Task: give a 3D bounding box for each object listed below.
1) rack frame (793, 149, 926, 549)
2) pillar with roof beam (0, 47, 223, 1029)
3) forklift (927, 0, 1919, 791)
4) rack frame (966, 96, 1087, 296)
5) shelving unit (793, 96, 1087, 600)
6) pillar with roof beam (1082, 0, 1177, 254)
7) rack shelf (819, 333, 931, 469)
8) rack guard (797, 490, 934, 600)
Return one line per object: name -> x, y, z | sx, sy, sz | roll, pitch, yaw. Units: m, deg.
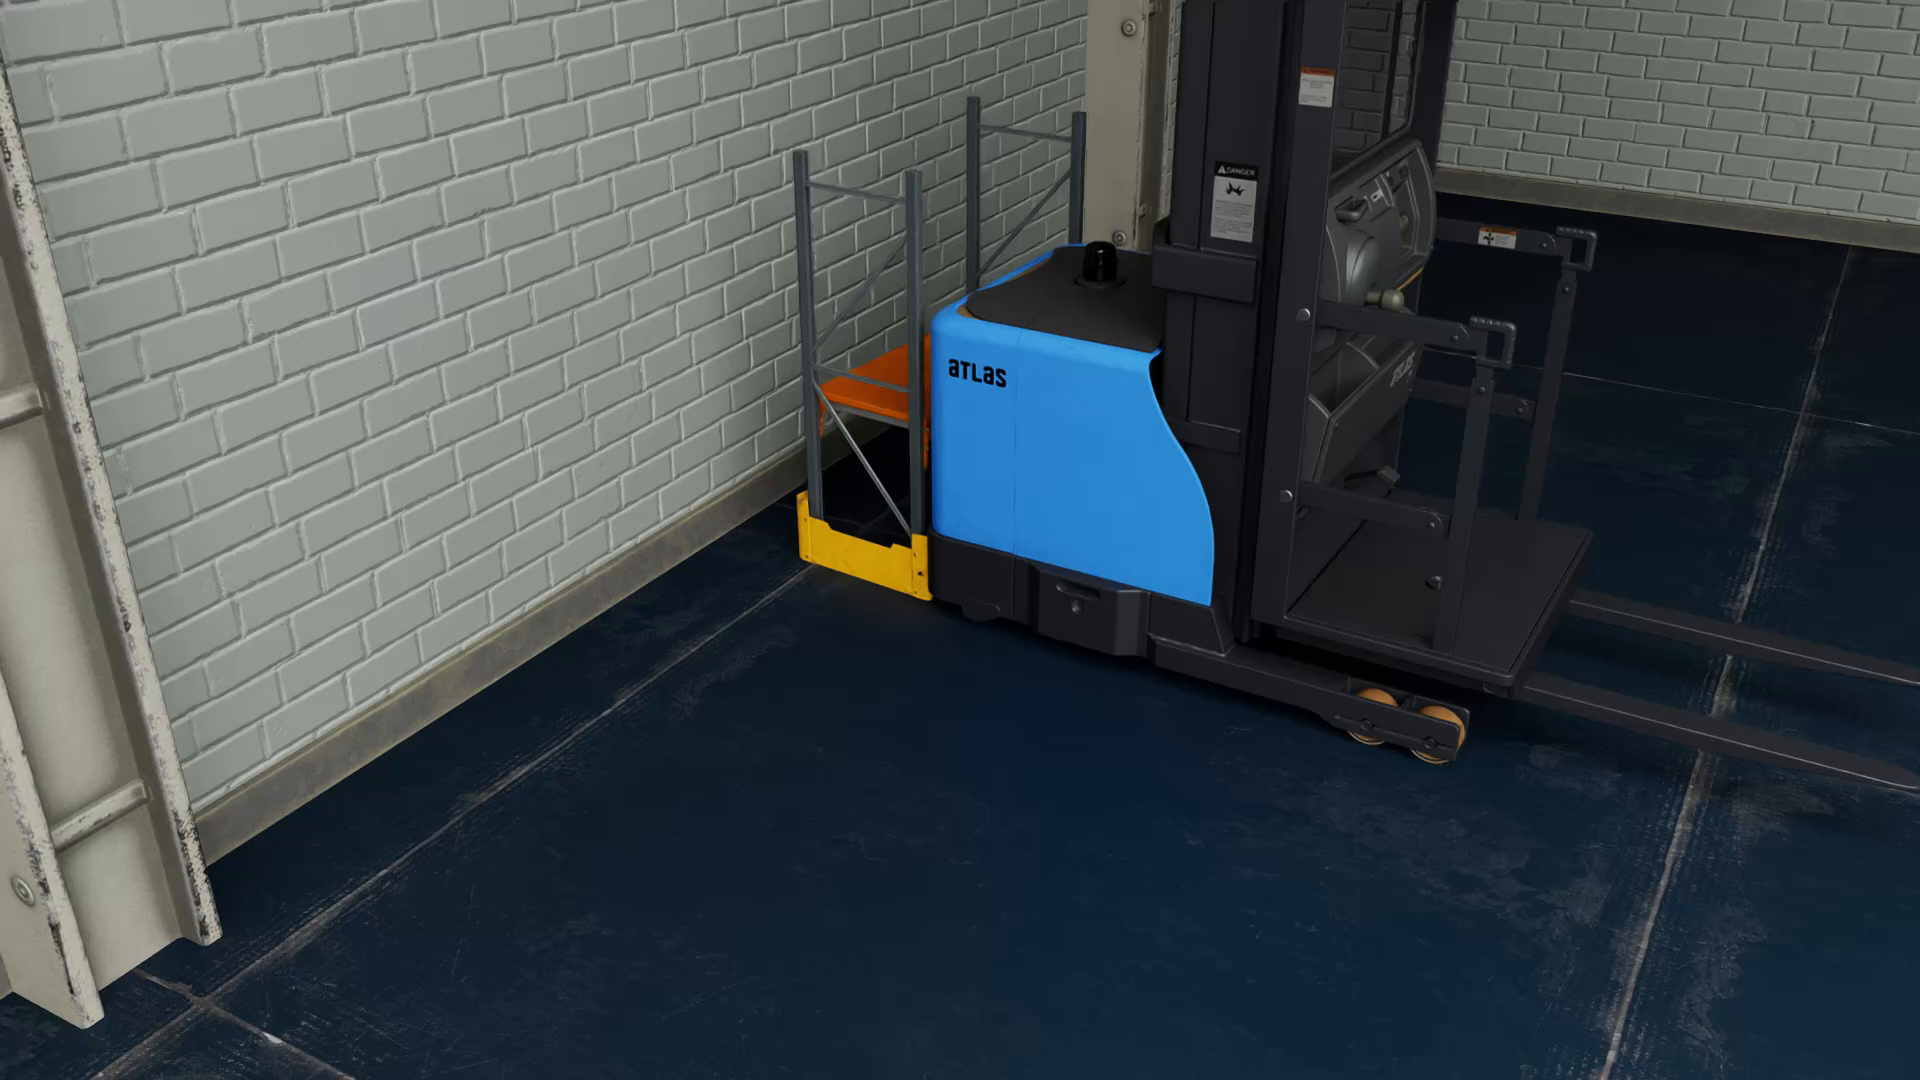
rack frame -> -0.334, -0.545, 5.664 | 0.500, 1.500, 0.032 | 17, 31, 30
pillar with roof beam -> 1.641, -2.028, 0.248 | 9.100, 9.000, 0.400 | 14, 30, 26
forklift -> 1.421, -0.921, 4.815 | 3.031, 2.935, 1.130 | 15, 30, 27
rack frame -> 0.240, -0.921, 6.414 | 0.500, 1.500, 0.032 | 17, 31, 30
shelving unit -> -0.052, -0.730, 6.032 | 0.587, 1.500, 1.083 | 17, 31, 30
pillar with roof beam -> 4.592, -4.366, 4.920 | 9.100, 9.000, 0.400 | 14, 30, 26
rack shelf -> -0.047, -0.572, 6.120 | 0.538, 0.185, 1.000 | 17, 31, 30
rack guard -> -0.333, 0.013, 5.944 | 0.587, 0.250, 0.087 | 17, 31, 30
